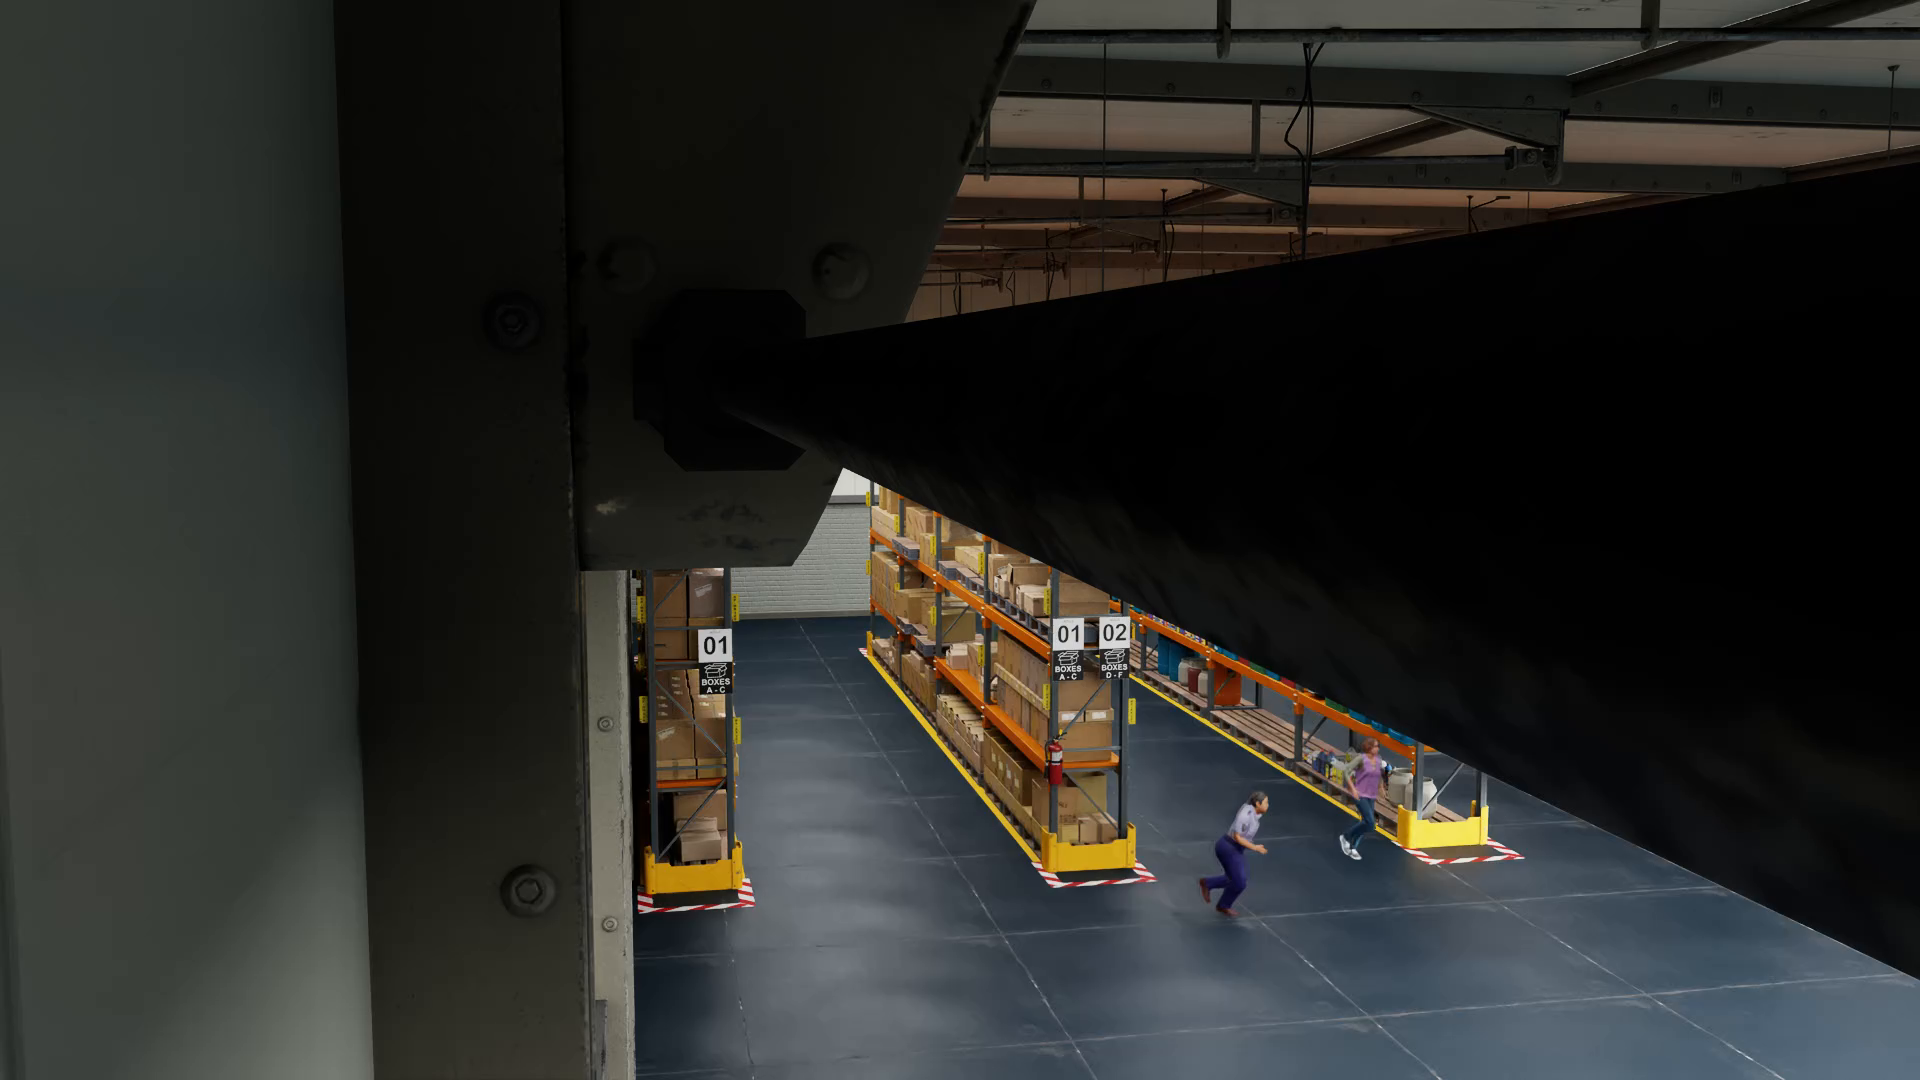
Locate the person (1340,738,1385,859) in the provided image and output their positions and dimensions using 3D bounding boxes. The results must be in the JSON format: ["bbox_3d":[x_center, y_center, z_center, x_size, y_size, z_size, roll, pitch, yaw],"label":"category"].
[{"bbox_3d":[5.245,3.329,21.429,0.573,1.553,0.481,-4,7,-36],"label":"person"}]

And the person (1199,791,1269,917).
[{"bbox_3d":[3.172,3.601,19.231,0.821,1.500,0.608,2,6,22],"label":"person"}]
